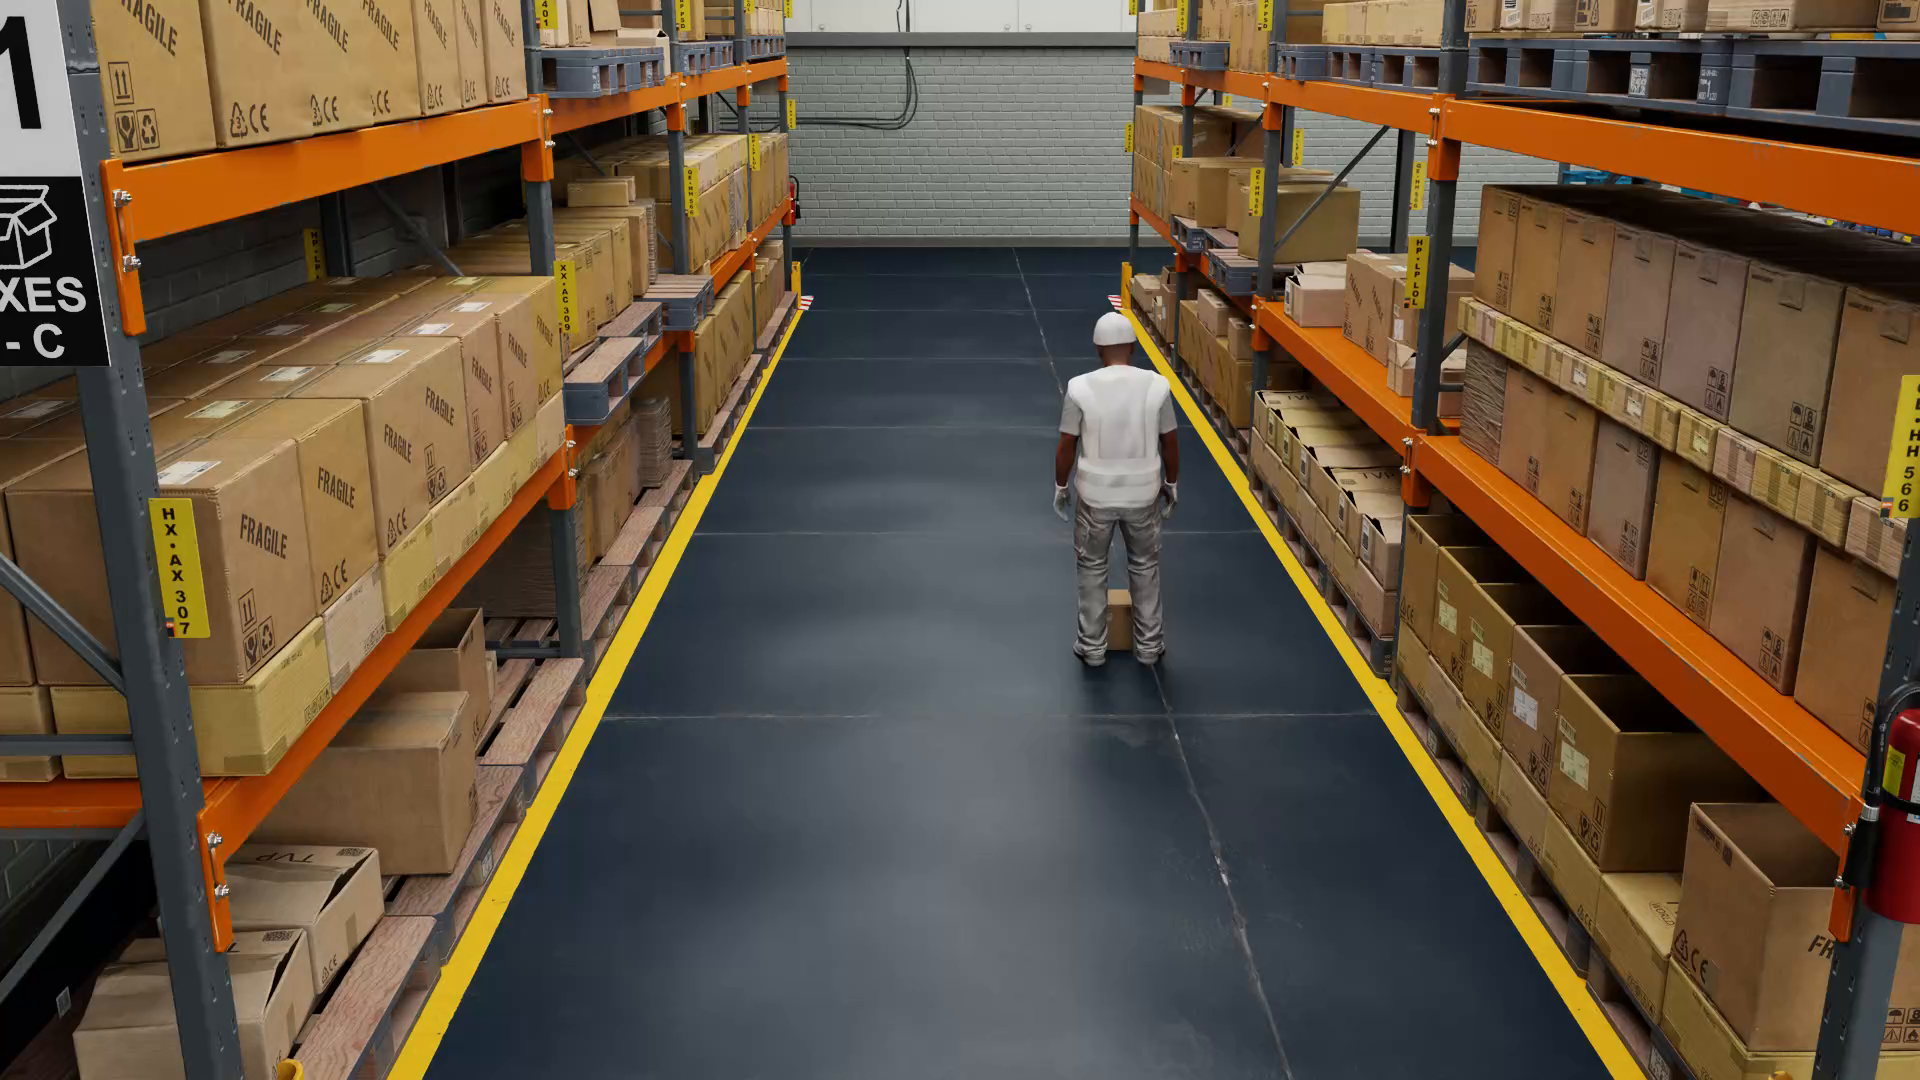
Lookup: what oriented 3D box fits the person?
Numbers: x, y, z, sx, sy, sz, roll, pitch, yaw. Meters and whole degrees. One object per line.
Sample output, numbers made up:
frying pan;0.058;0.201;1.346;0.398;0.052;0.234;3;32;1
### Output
person;0.783;-0.243;8.322;0.629;1.774;0.452;-1;17;-2
